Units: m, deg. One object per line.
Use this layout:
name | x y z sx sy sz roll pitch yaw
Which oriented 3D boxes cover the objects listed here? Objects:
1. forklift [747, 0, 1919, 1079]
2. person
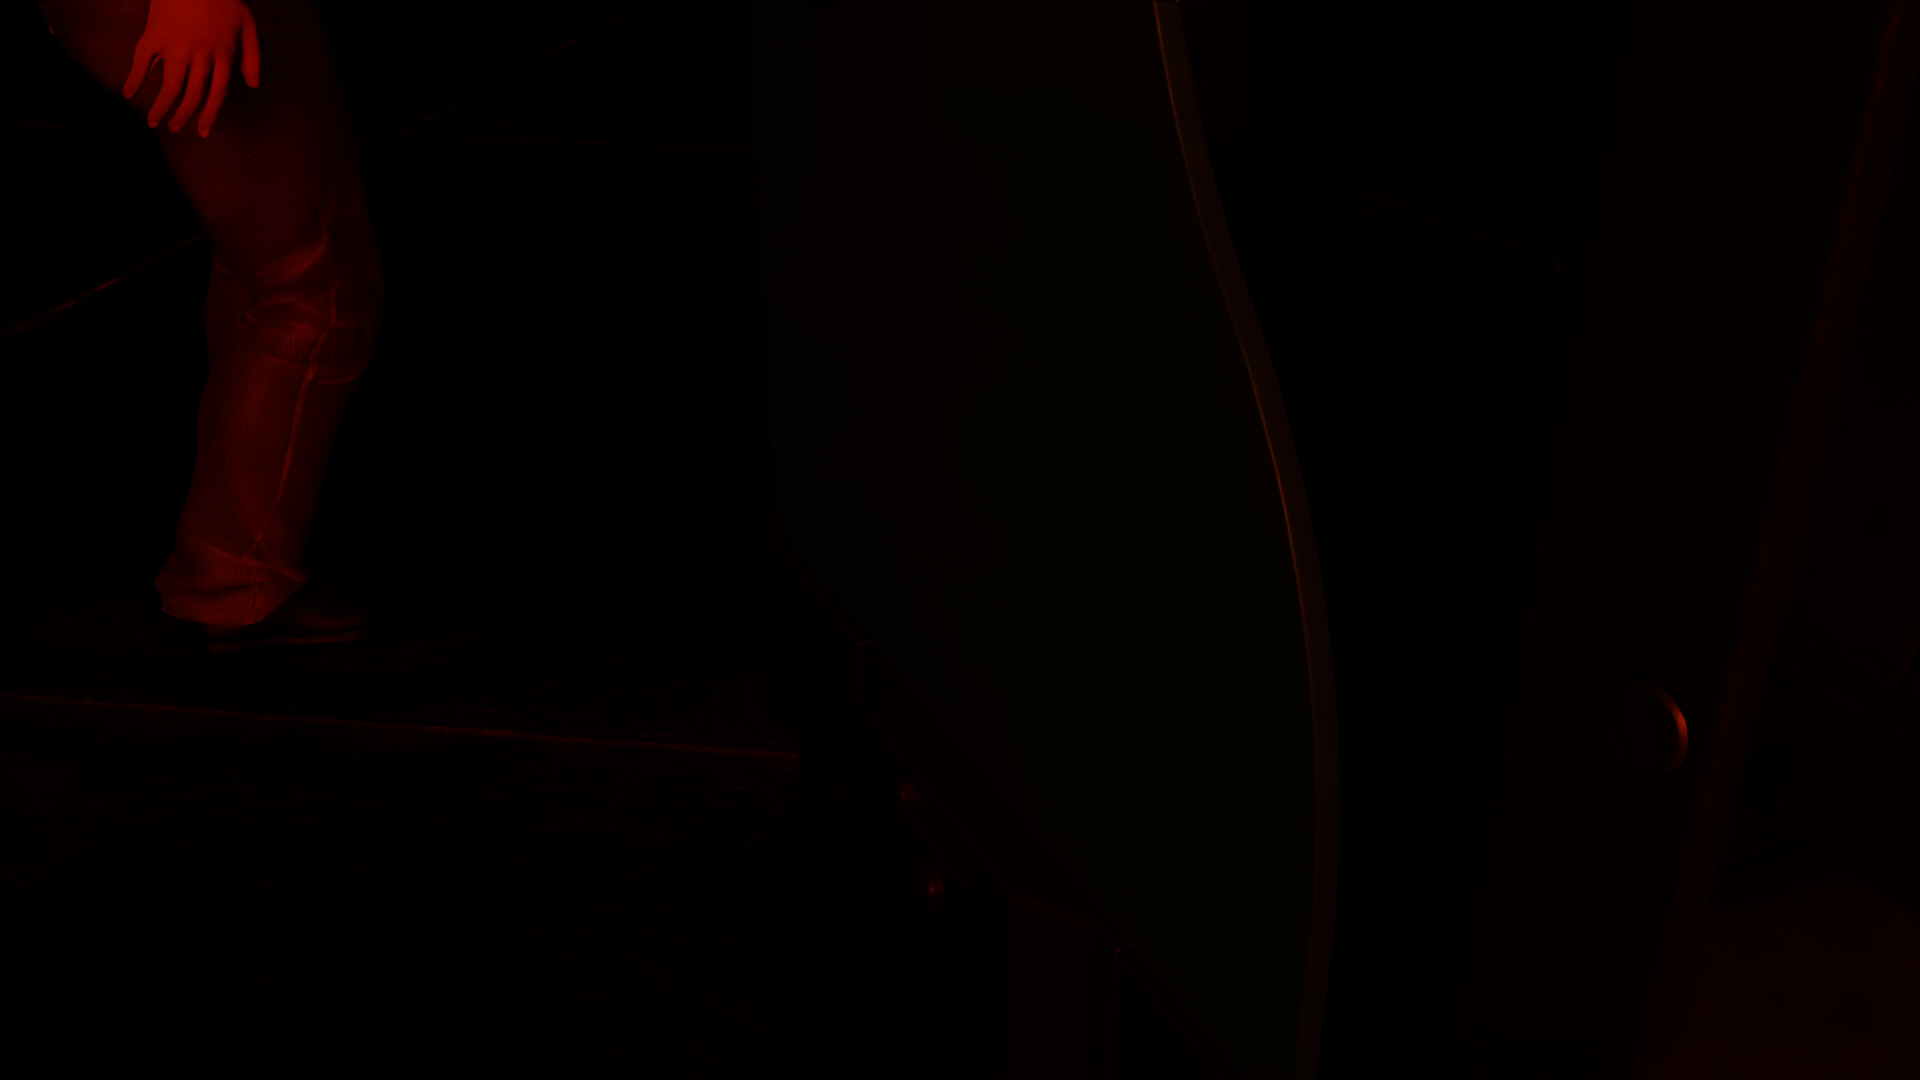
forklift | 0.864 -0.574 0.367 1.130 2.935 3.031 -12 29 -23
person | -0.941 -0.689 2.004 0.399 1.694 0.853 -17 31 -30
